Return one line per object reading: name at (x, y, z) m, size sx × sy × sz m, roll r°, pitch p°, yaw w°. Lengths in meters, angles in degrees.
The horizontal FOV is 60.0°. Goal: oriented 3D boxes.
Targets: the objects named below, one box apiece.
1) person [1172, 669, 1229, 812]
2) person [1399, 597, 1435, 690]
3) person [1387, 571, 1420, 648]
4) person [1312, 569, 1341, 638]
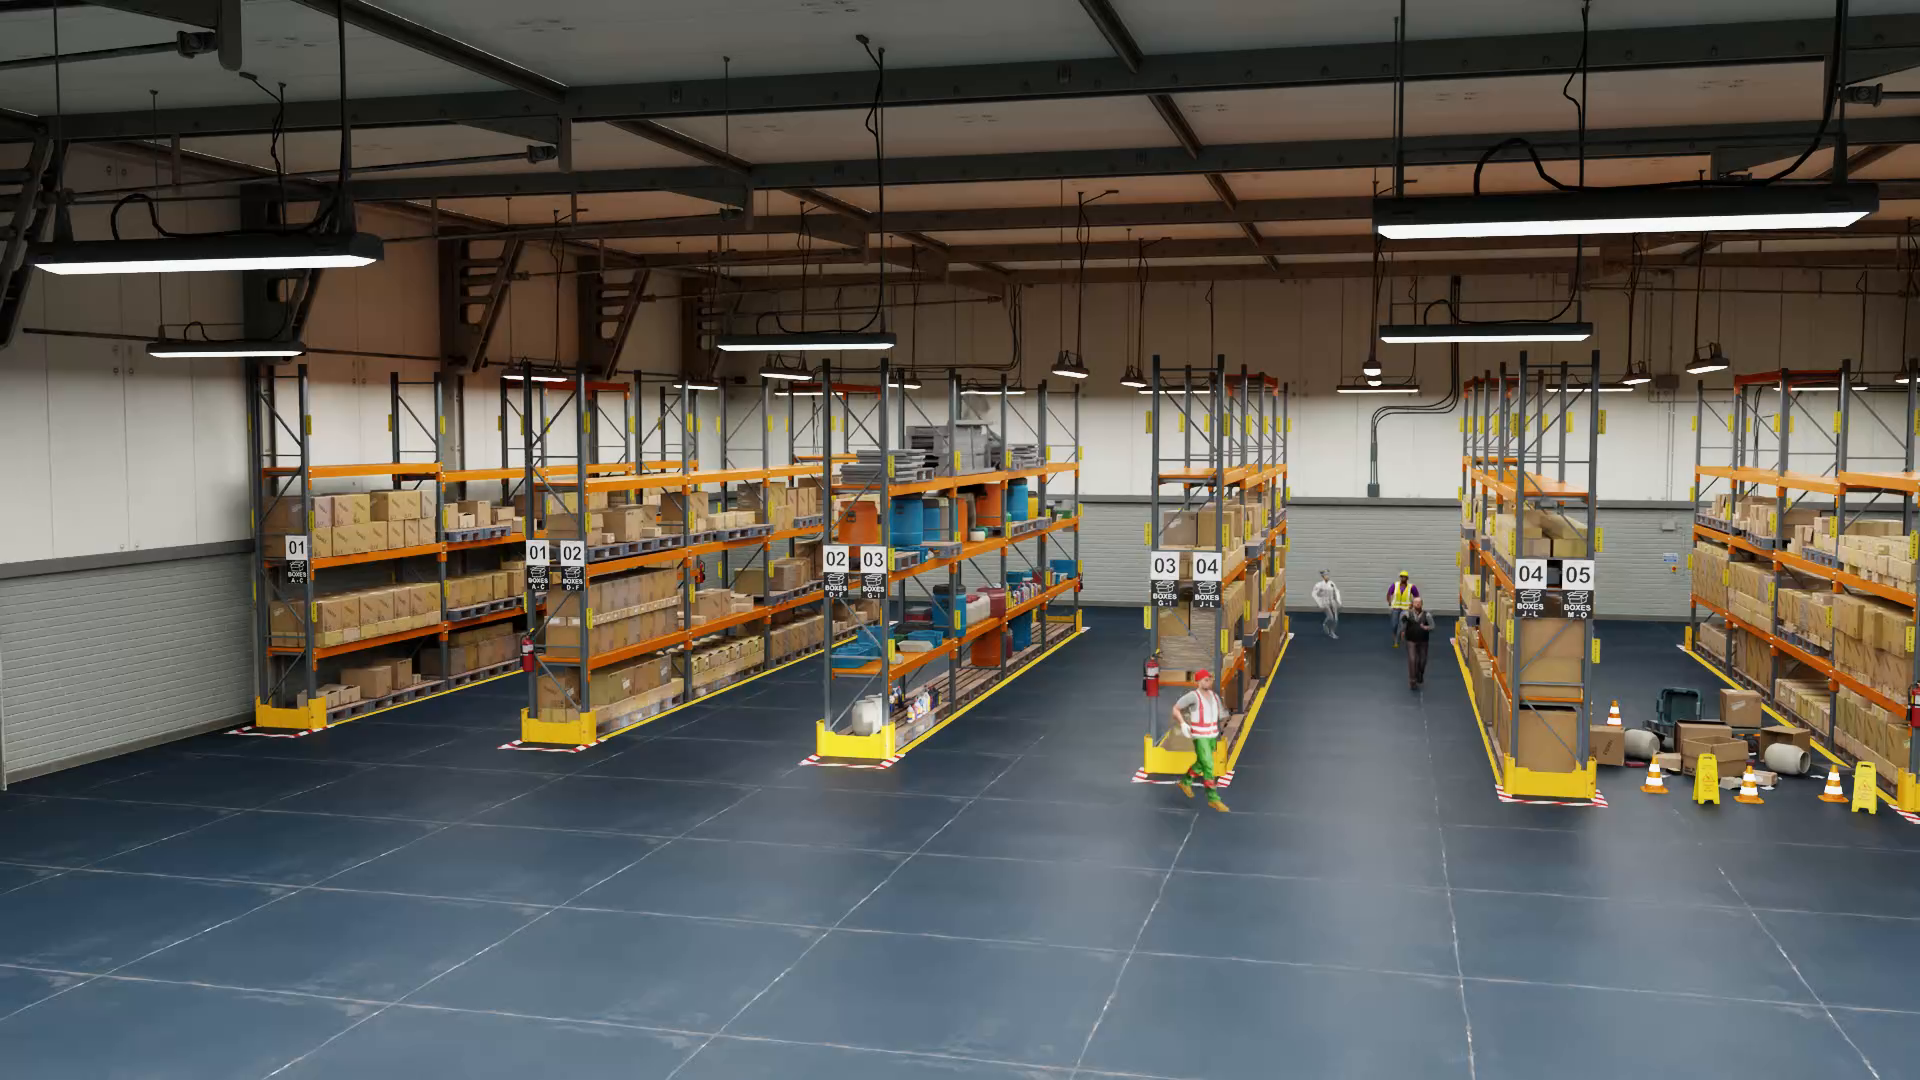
person at (3.185, 2.577, 21.738) m, size 0.659 × 1.783 × 0.987 m, roll -3°, pitch 5°, yaw -39°
person at (8.679, 1.942, 31.578) m, size 0.656 × 1.707 × 0.970 m, roll 1°, pitch 4°, yaw 12°
person at (9.996, 1.560, 37.560) m, size 0.718 × 1.732 × 0.646 m, roll 2°, pitch 4°, yaw 24°
person at (8.645, 1.511, 39.074) m, size 0.671 × 1.631 × 0.494 m, roll -1°, pitch 4°, yaw -20°
